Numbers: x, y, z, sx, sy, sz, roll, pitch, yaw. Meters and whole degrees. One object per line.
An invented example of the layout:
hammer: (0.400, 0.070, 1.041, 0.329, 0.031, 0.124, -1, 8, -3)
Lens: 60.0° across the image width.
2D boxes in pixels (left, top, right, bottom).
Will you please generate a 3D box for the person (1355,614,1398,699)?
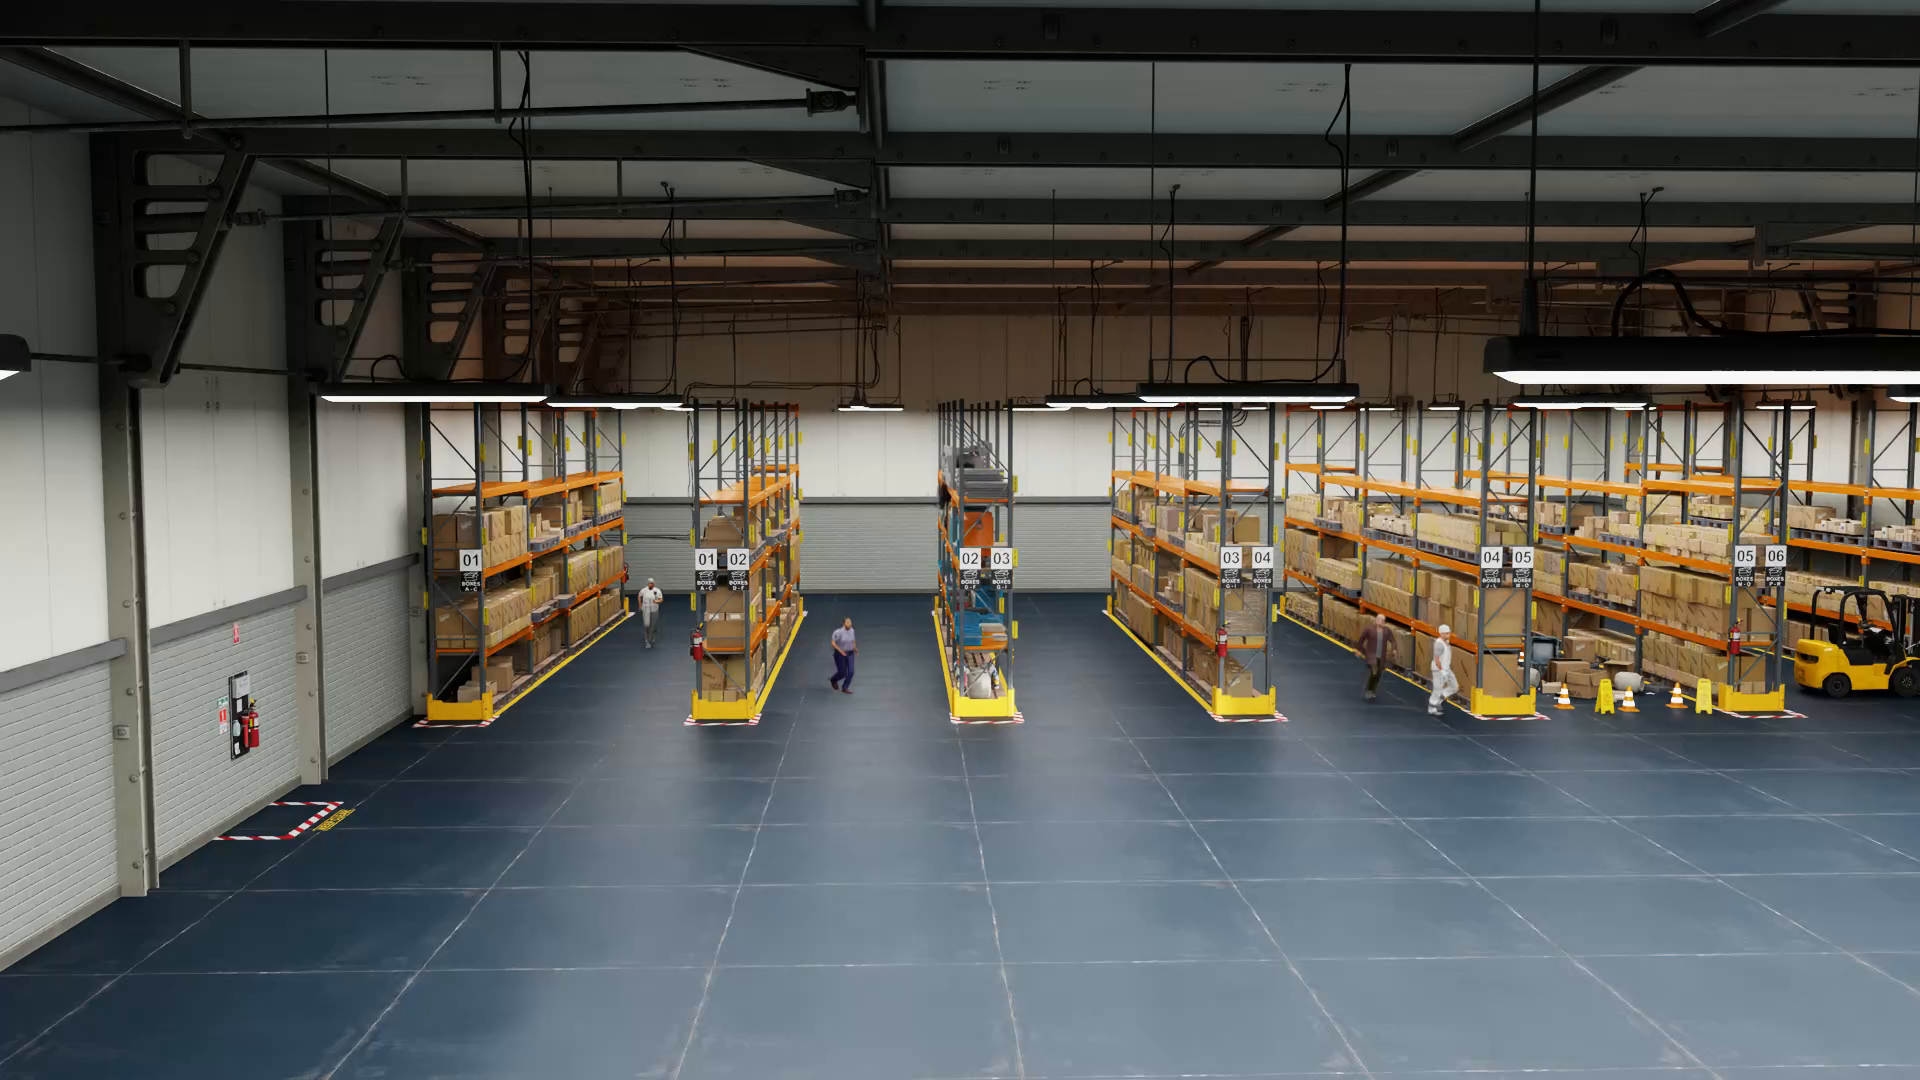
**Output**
person: (8.335, 2.328, 33.119, 0.665, 1.729, 0.881, -1, 4, -11)

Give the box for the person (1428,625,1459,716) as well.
person: (9.079, 2.468, 31.398, 0.540, 1.754, 0.654, 3, 6, 38)

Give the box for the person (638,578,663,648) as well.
person: (-7.610, 1.787, 40.926, 0.589, 1.725, 0.840, -1, 4, -12)

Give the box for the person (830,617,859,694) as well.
person: (-2.404, 2.362, 34.087, 0.607, 1.583, 0.637, -3, 5, -35)
